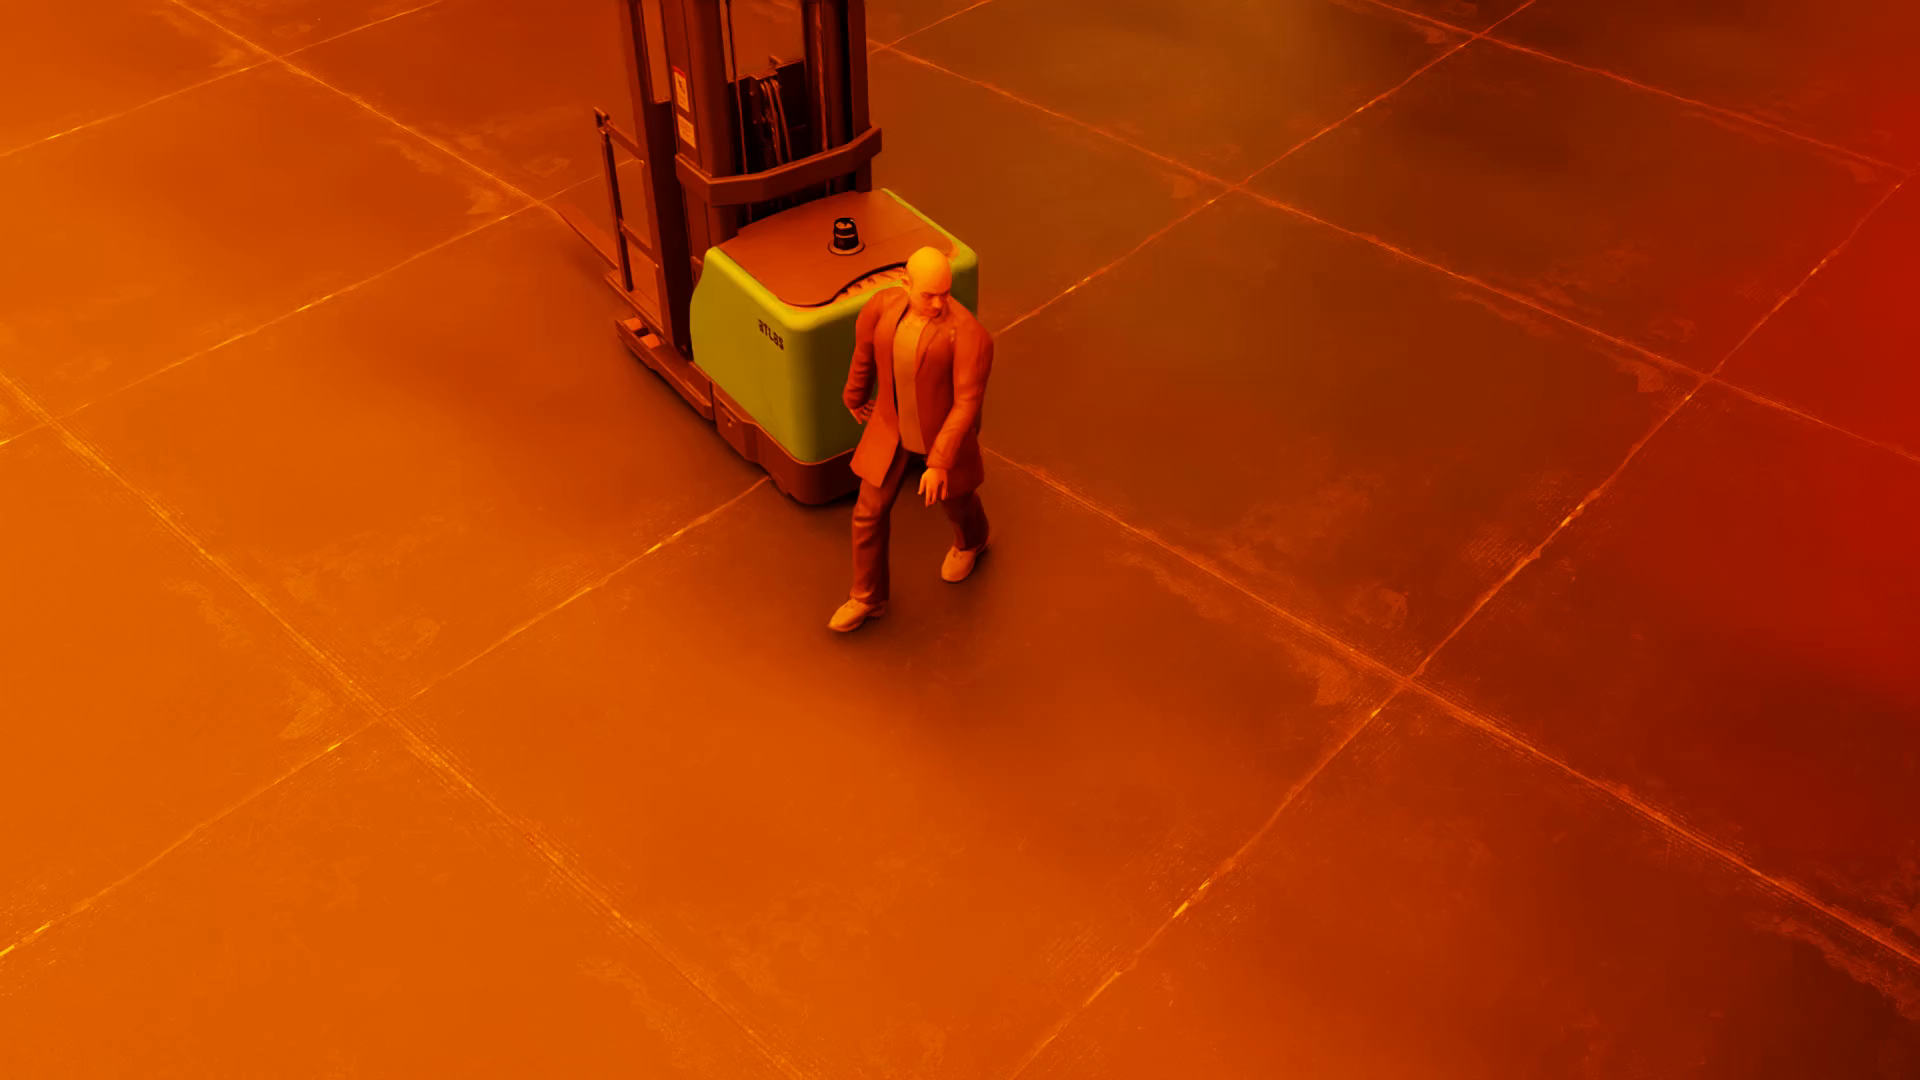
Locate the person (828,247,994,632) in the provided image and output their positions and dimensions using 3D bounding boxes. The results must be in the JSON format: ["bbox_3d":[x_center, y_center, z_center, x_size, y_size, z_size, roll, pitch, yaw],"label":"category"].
[{"bbox_3d":[-0.229,-0.423,6.867,0.720,1.733,0.941,16,43,18],"label":"person"}]

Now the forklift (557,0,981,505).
[{"bbox_3d":[-1.168,-2.193,7.984,1.130,2.935,3.031,-25,47,-26],"label":"forklift"}]
